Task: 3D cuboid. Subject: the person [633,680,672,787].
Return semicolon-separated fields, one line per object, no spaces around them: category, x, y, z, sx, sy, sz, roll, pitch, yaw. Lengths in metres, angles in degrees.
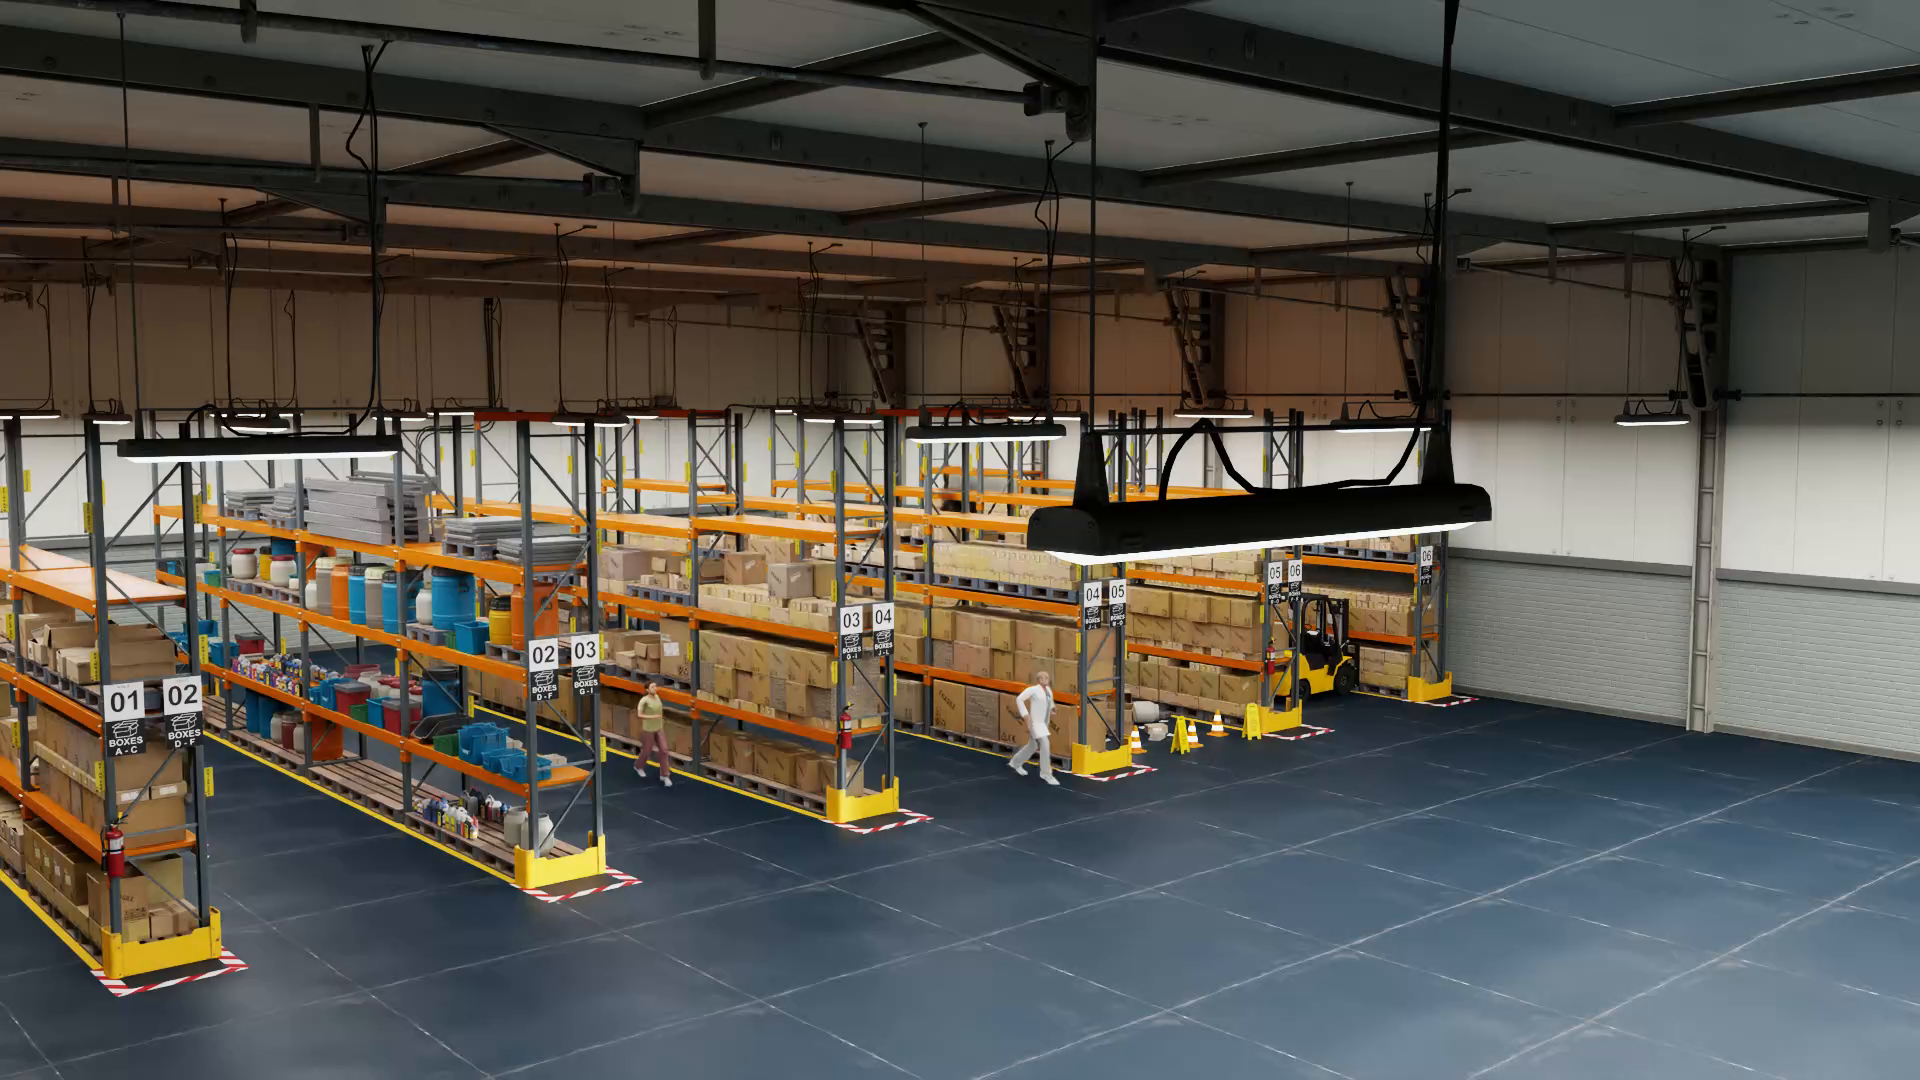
person;-5.018;3.112;27.016;0.927;1.691;0.564;5;7;43

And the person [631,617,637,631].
person;-8.123;1.780;41.781;0.656;1.828;0.705;3;6;34

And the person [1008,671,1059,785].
person;1.272;3.057;27.334;0.999;1.814;0.710;3;6;32

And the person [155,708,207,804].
person;-12.129;3.144;25.967;0.984;1.812;0.689;4;6;39
